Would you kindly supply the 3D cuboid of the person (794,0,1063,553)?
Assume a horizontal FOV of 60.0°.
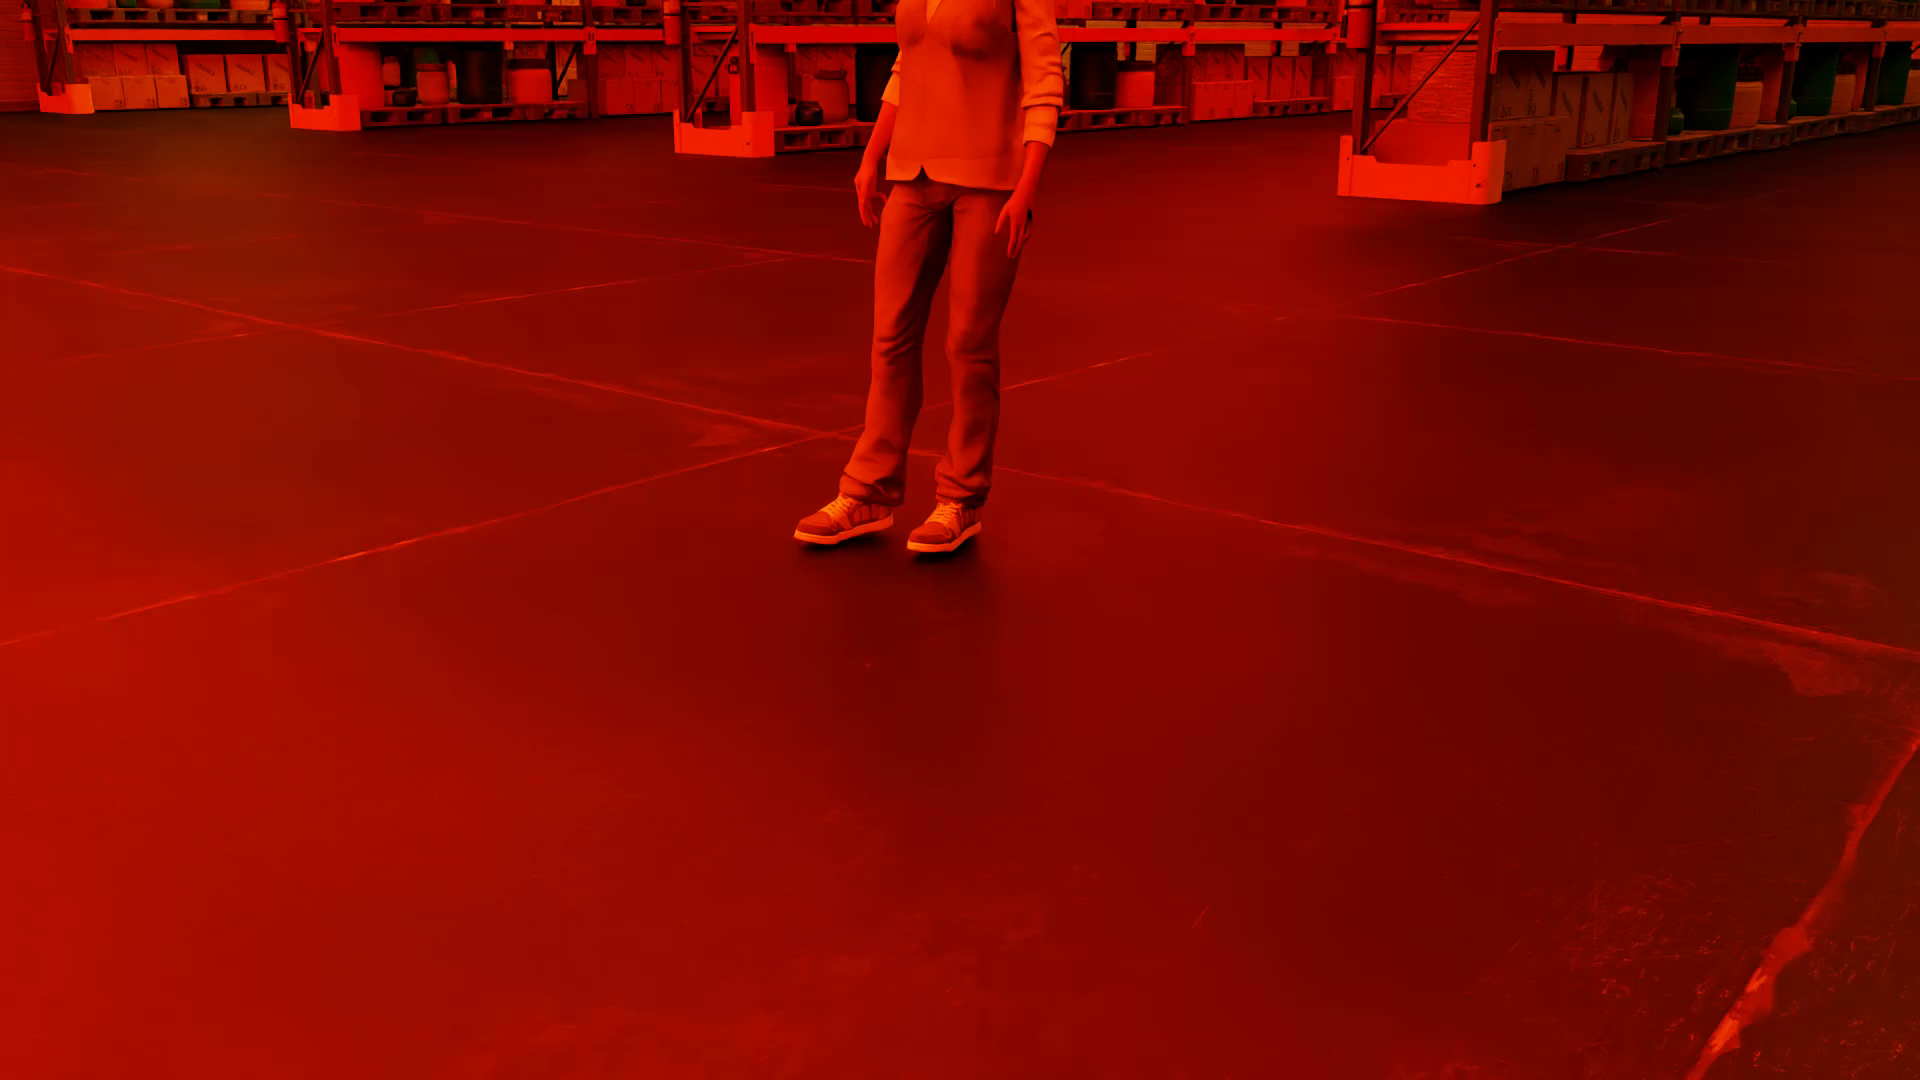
[{"bbox_3d":[-0.058,-0.757,3.662,0.520,1.597,0.475,13,21,37],"label":"person"}]
